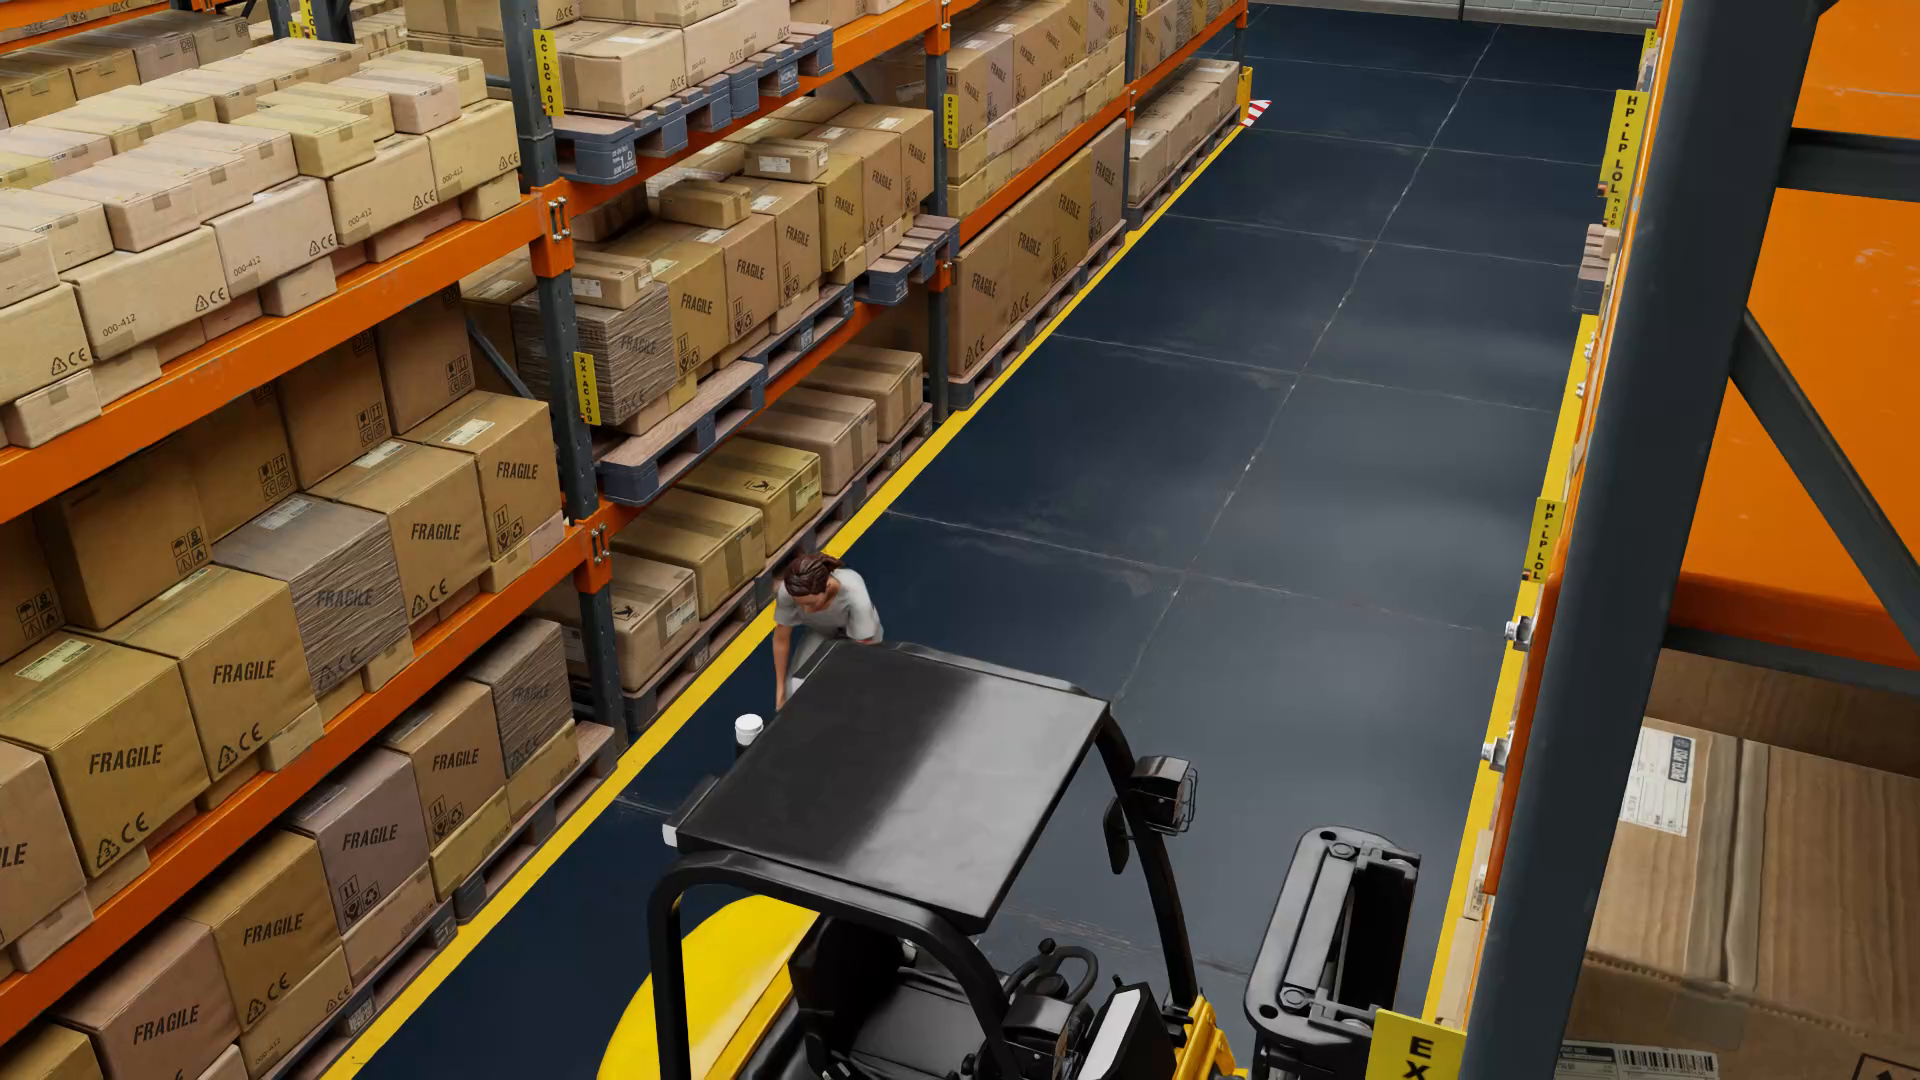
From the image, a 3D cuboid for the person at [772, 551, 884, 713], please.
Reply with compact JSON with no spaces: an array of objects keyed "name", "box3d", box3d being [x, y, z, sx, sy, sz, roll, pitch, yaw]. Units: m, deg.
[{"name":"person","box3d":[-0.569,0.554,7.509,0.491,1.335,0.665,11,32,19]}]
